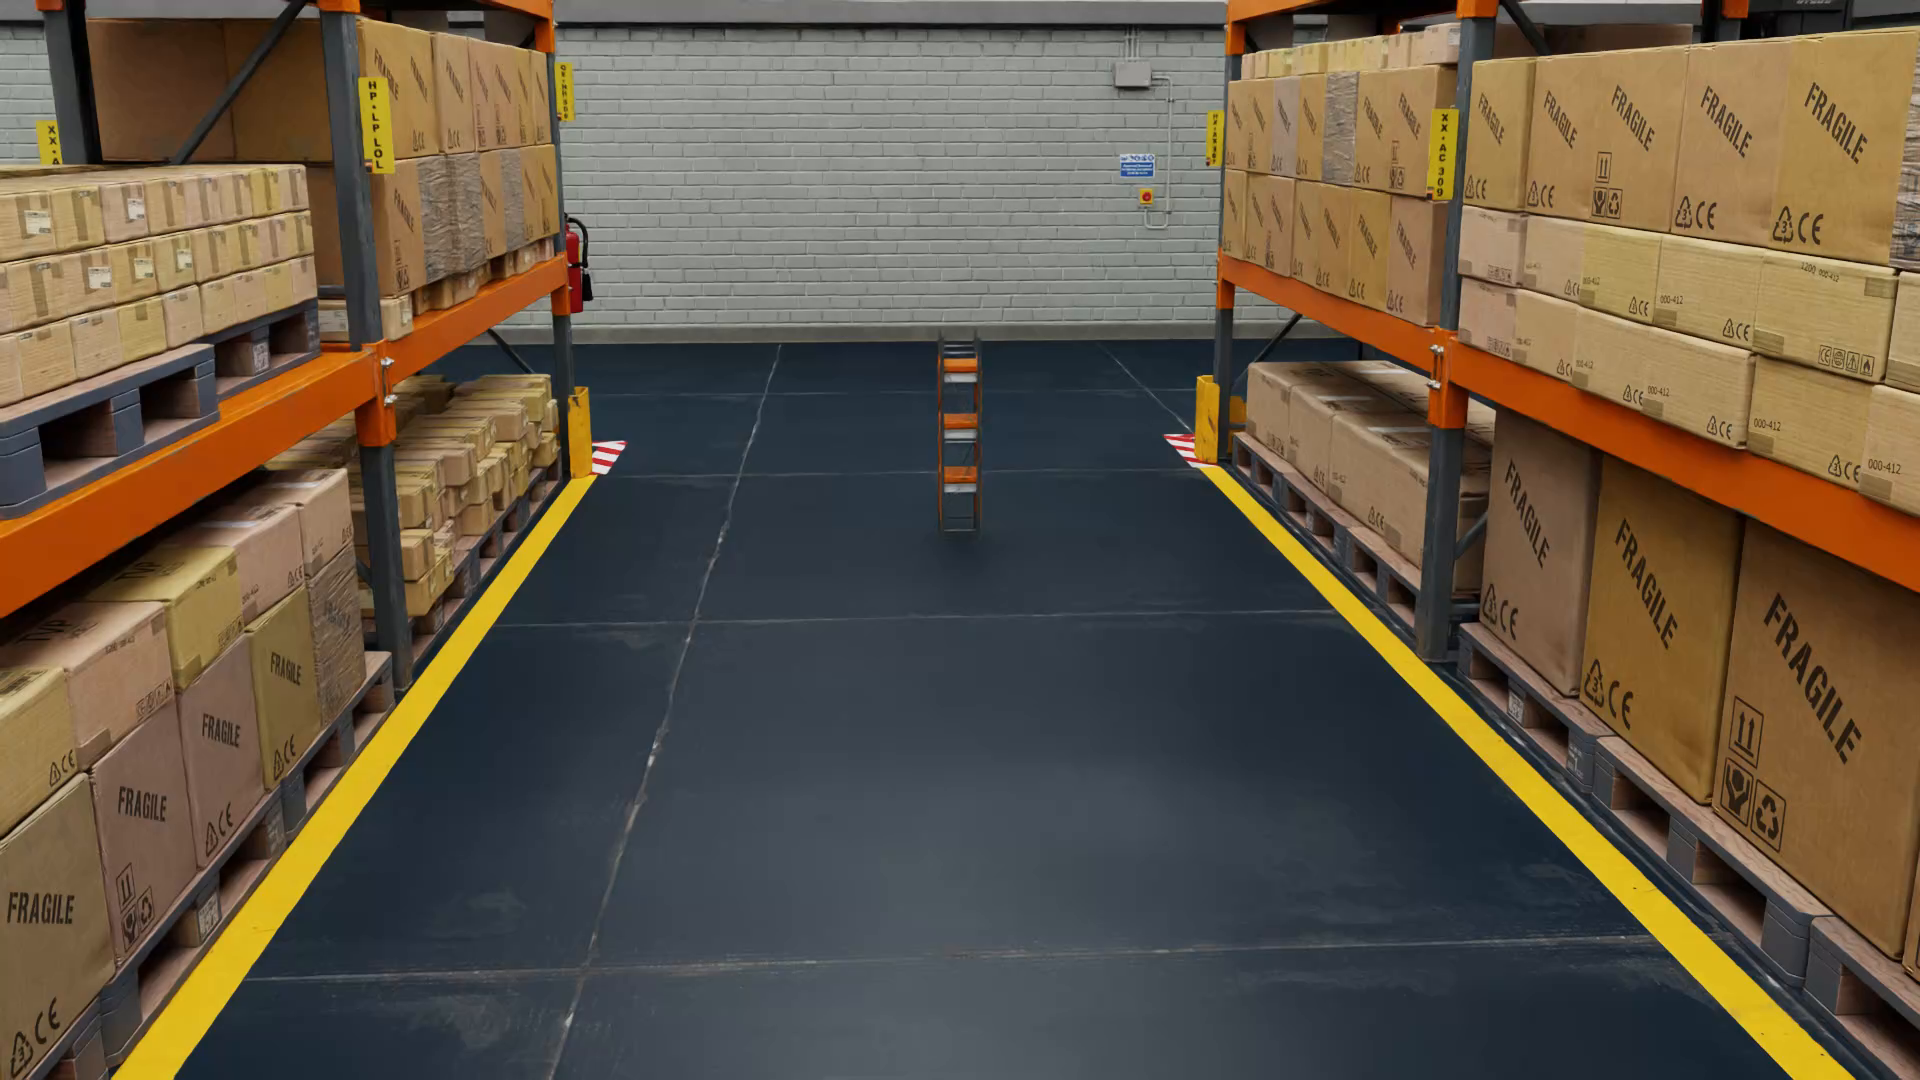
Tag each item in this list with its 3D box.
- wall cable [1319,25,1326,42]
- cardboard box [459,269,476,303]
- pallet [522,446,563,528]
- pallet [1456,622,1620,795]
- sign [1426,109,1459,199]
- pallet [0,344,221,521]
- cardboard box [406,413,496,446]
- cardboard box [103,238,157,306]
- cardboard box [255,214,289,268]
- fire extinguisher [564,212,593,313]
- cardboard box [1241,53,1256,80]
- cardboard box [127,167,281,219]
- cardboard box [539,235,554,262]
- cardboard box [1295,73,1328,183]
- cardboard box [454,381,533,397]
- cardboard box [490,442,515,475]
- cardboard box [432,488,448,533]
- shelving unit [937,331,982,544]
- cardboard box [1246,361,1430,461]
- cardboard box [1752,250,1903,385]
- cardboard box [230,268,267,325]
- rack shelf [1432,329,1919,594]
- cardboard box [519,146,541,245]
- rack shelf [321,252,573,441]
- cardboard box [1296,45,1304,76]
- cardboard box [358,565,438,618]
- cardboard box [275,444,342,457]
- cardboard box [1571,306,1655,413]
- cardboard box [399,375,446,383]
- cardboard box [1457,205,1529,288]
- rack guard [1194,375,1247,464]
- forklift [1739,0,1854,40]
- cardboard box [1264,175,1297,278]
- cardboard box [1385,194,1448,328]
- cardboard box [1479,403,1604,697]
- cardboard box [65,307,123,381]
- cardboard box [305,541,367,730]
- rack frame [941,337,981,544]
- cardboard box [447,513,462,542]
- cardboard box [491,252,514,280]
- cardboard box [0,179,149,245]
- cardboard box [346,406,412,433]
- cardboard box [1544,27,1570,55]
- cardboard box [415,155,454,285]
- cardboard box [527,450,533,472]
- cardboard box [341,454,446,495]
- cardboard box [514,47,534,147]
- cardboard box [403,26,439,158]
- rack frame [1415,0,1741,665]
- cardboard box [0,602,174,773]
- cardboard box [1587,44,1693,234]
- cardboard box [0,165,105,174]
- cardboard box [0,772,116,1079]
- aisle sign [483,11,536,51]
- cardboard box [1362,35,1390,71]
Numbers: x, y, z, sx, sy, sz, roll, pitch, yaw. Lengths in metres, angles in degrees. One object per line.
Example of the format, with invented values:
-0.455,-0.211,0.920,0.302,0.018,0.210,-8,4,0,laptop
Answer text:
3.136,-3.893,15.600,0.588,1.984,0.122,-1,14,-3,wall cable
-2.414,-1.159,7.514,0.380,0.149,0.250,0,14,-1,cardboard box
-2.821,-0.301,9.273,1.003,0.211,1.213,-1,14,-3,pallet
2.464,0.561,5.921,1.003,0.211,1.213,-1,14,-3,pallet
1.787,-1.428,6.162,0.100,0.325,0.005,-1,14,-3,sign
-2.509,-0.282,3.988,1.003,0.211,1.213,-1,14,-3,pallet
-2.523,-0.532,8.258,0.380,0.149,0.250,-1,14,-5,cardboard box
-2.286,-0.680,4.215,0.380,0.149,0.250,-1,14,-3,cardboard box
-2.354,-0.943,5.234,0.380,0.149,0.250,-1,14,-3,cardboard box
-2.396,-1.725,10.113,0.296,0.674,0.183,-1,14,-3,fire extinguisher
1.839,-2.729,9.603,0.380,0.149,0.250,-1,14,-2,cardboard box
-2.356,-1.084,5.189,0.380,0.149,0.250,-1,14,-5,cardboard box
-2.539,-1.675,9.519,0.380,0.149,0.250,-1,14,-3,cardboard box
1.949,-2.003,8.084,0.500,0.500,0.500,-1,14,-3,cardboard box
-2.597,-0.793,9.272,0.380,0.149,0.250,-1,14,-2,cardboard box
-2.447,-0.391,8.308,0.380,0.149,0.250,0,14,-1,cardboard box
-2.466,-0.129,7.289,0.380,0.149,0.250,-2,15,-6,cardboard box
-0.003,-0.522,8.447,0.215,1.050,0.252,-1,14,-3,shelving unit
2.234,-0.774,9.816,0.875,0.438,0.875,-1,14,-5,cardboard box
2.218,-0.525,3.846,0.500,0.250,0.500,-1,14,-5,cardboard box
-2.341,-0.738,5.035,0.380,0.149,0.250,-1,14,-4,cardboard box
2.465,-0.134,4.471,1.077,0.370,4.000,-1,14,-3,rack shelf
-2.529,-1.830,8.820,0.500,0.500,0.500,-1,14,-4,cardboard box
-2.717,-1.027,7.943,1.077,0.370,4.000,-1,14,-3,rack shelf
1.905,-2.406,8.348,0.380,0.149,0.250,-1,14,-3,cardboard box
-2.295,0.204,6.594,0.380,0.149,0.250,-2,15,-6,cardboard box
-3.000,-0.330,7.473,0.380,0.149,0.250,-2,15,-6,cardboard box
2.154,-0.537,4.896,0.500,0.250,0.500,-1,14,-4,cardboard box
-3.147,-0.848,9.488,0.380,0.149,0.250,-2,15,-6,cardboard box
2.087,-1.035,5.829,0.500,0.250,0.500,-1,14,-5,cardboard box
2.092,-0.770,10.515,1.175,0.500,0.348,-1,14,-3,rack guard
5.321,-1.843,9.809,3.031,2.935,1.130,2,15,8,forklift
1.909,-1.647,8.707,0.500,0.500,0.500,-1,14,-4,cardboard box
2.057,-1.140,6.735,0.500,0.500,0.500,-1,14,-3,cardboard box
2.460,-0.001,5.932,0.875,0.875,0.875,0,14,-2,cardboard box
-2.270,-0.474,4.010,0.380,0.149,0.250,-1,14,-5,cardboard box
-2.296,0.309,5.479,0.500,0.500,0.500,-1,14,-5,cardboard box
0.004,-0.491,8.329,0.200,1.050,0.008,-1,14,-3,rack frame
-2.496,-0.052,7.589,0.380,0.149,0.250,-2,15,-6,cardboard box
-2.504,-1.421,8.533,0.380,0.149,0.250,-2,15,-6,cardboard box
-2.293,-0.827,4.188,0.380,0.149,0.250,-2,15,-6,cardboard box
-3.017,-0.587,8.474,0.380,0.149,0.250,0,14,-1,cardboard box
2.549,-1.973,6.664,0.380,0.149,0.250,-1,14,-3,cardboard box
-2.410,-1.321,6.842,0.500,0.500,0.500,-1,14,-3,cardboard box
-2.553,-0.439,9.090,0.380,0.149,0.250,-1,14,-4,cardboard box
-2.469,-0.274,7.256,0.380,0.149,0.250,-1,14,-5,cardboard box
-2.533,-2.314,8.695,0.500,0.500,0.500,-1,14,-5,cardboard box
-2.425,-1.800,6.696,0.500,0.500,0.500,-1,14,-5,cardboard box
2.341,-0.980,6.314,1.000,3.000,0.127,-1,14,-3,rack frame
-2.196,0.336,3.869,0.500,0.250,0.500,-1,14,-3,cardboard box
2.169,-1.148,4.760,0.500,0.500,0.500,-1,14,-5,cardboard box
-3.028,-1.143,5.416,0.380,0.149,0.250,0,14,-1,cardboard box
-2.169,0.819,3.497,0.500,0.500,0.500,-1,14,-3,cardboard box
-2.546,-3.155,9.551,0.394,0.787,0.004,-1,14,-3,aisle sign
2.006,-2.152,7.362,0.380,0.149,0.250,-1,14,-4,cardboard box
